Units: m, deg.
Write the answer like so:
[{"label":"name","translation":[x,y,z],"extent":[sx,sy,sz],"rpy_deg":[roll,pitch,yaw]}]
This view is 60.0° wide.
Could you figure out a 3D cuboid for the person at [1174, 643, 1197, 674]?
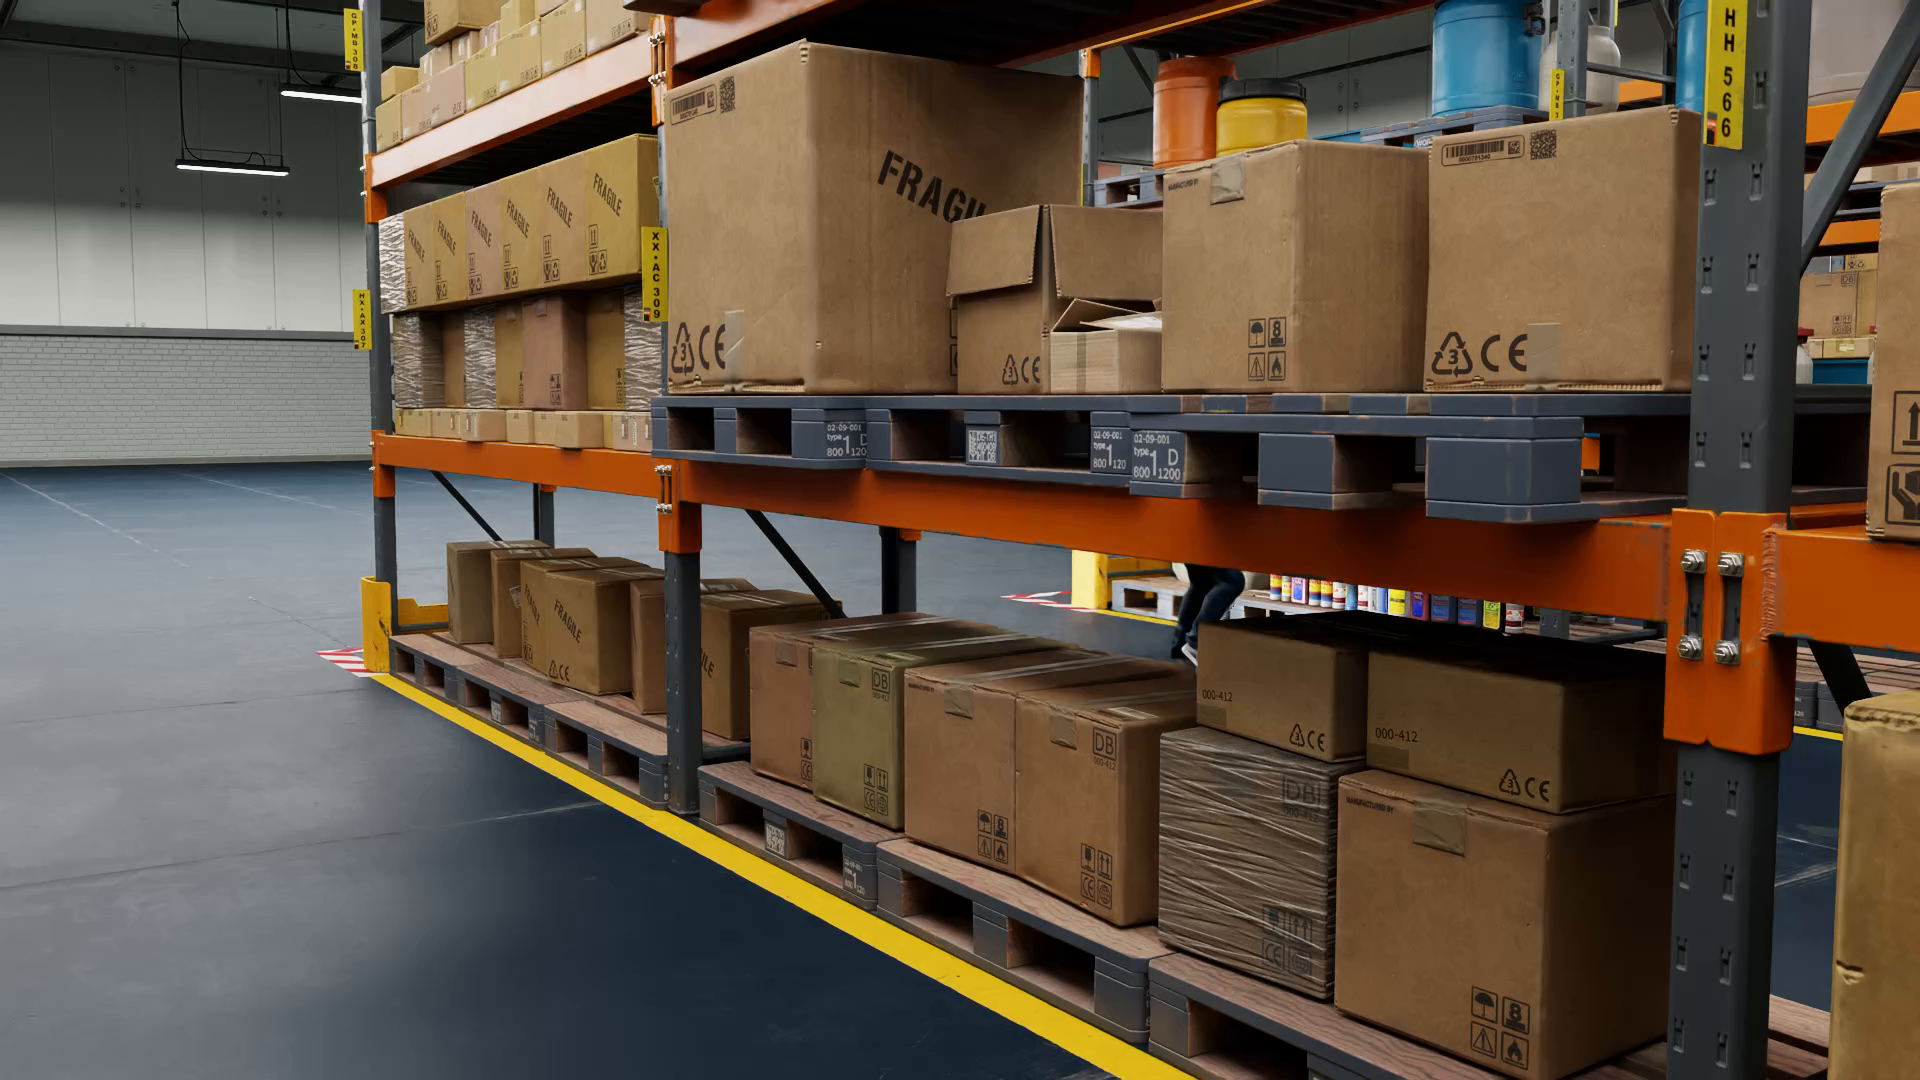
[{"label":"person","translation":[1.244,-0.055,8.822],"extent":[0.344,1.607,0.449],"rpy_deg":[0,5,3]}]
